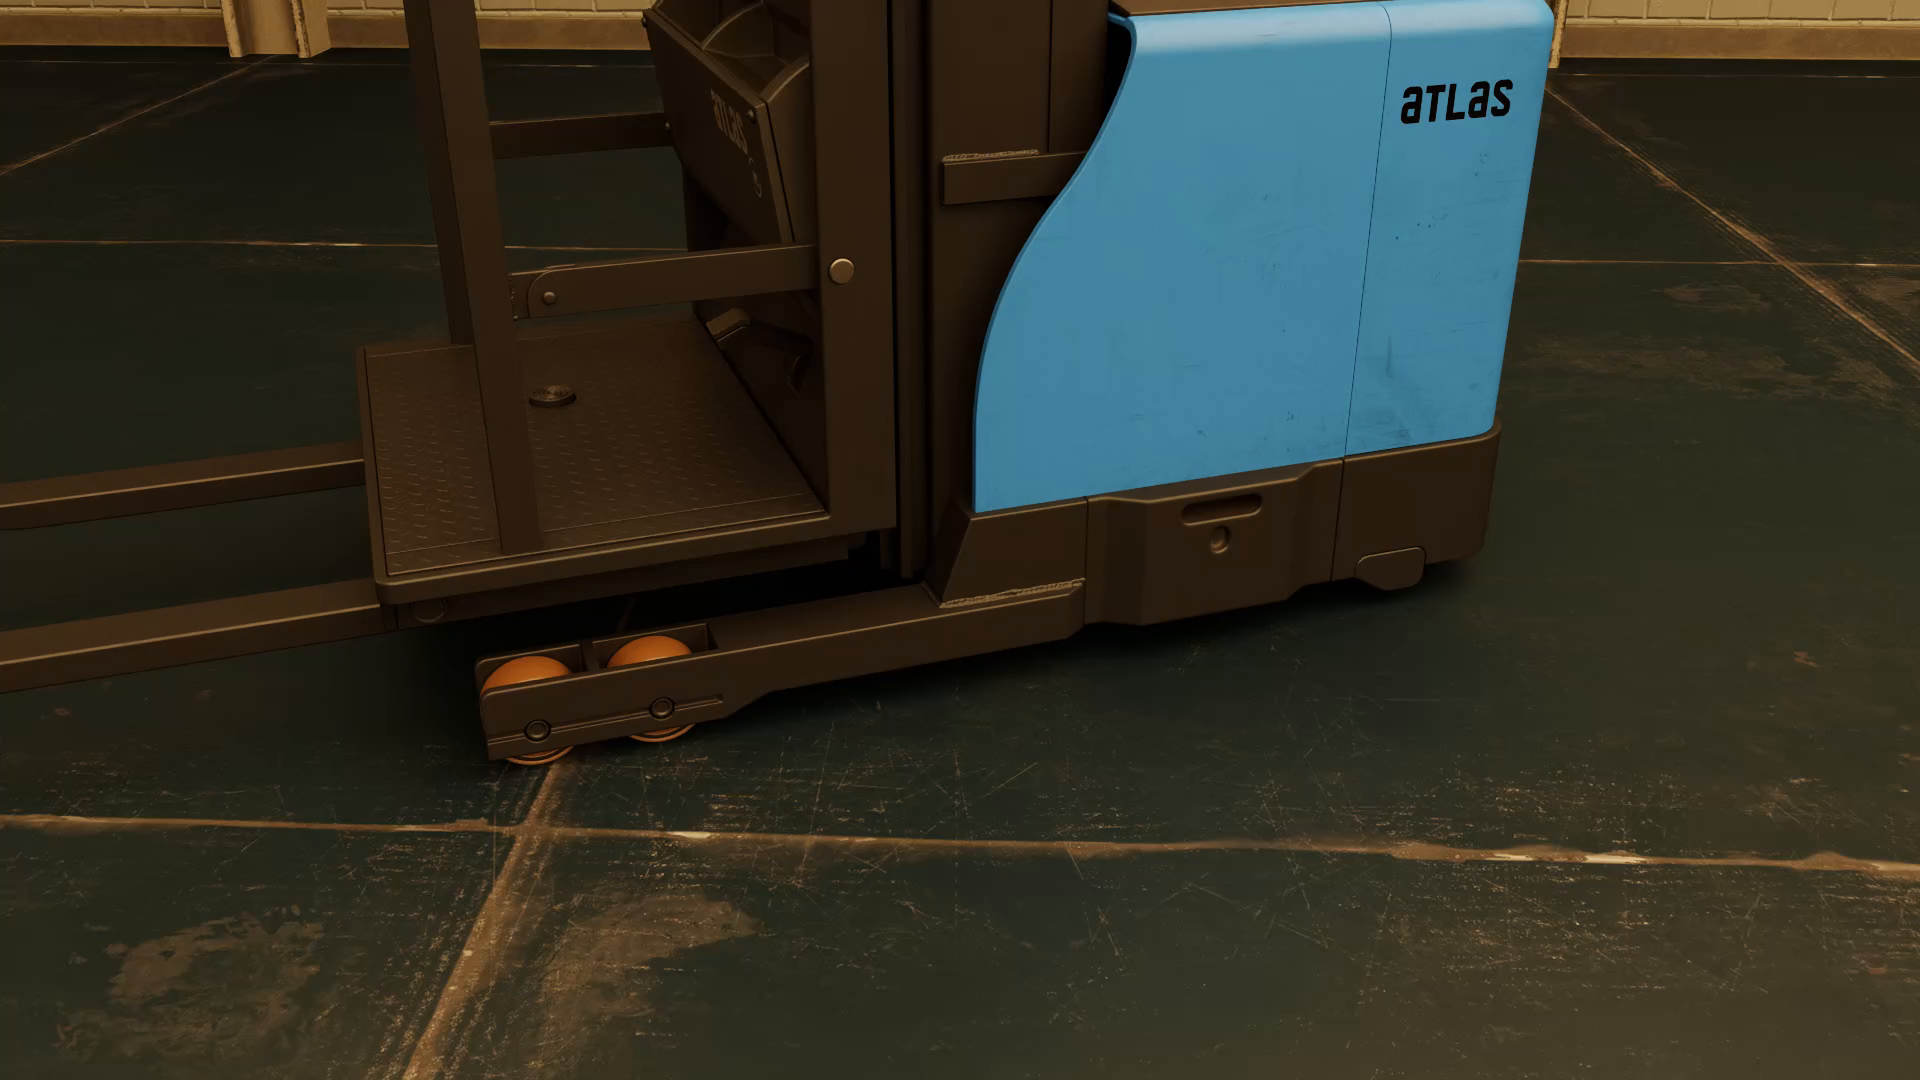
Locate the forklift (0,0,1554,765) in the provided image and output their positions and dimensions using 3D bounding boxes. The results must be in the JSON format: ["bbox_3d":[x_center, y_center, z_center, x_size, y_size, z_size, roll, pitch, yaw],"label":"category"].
[{"bbox_3d":[-0.573,-1.224,2.502,3.031,2.935,1.130,-9,28,-17],"label":"forklift"}]
